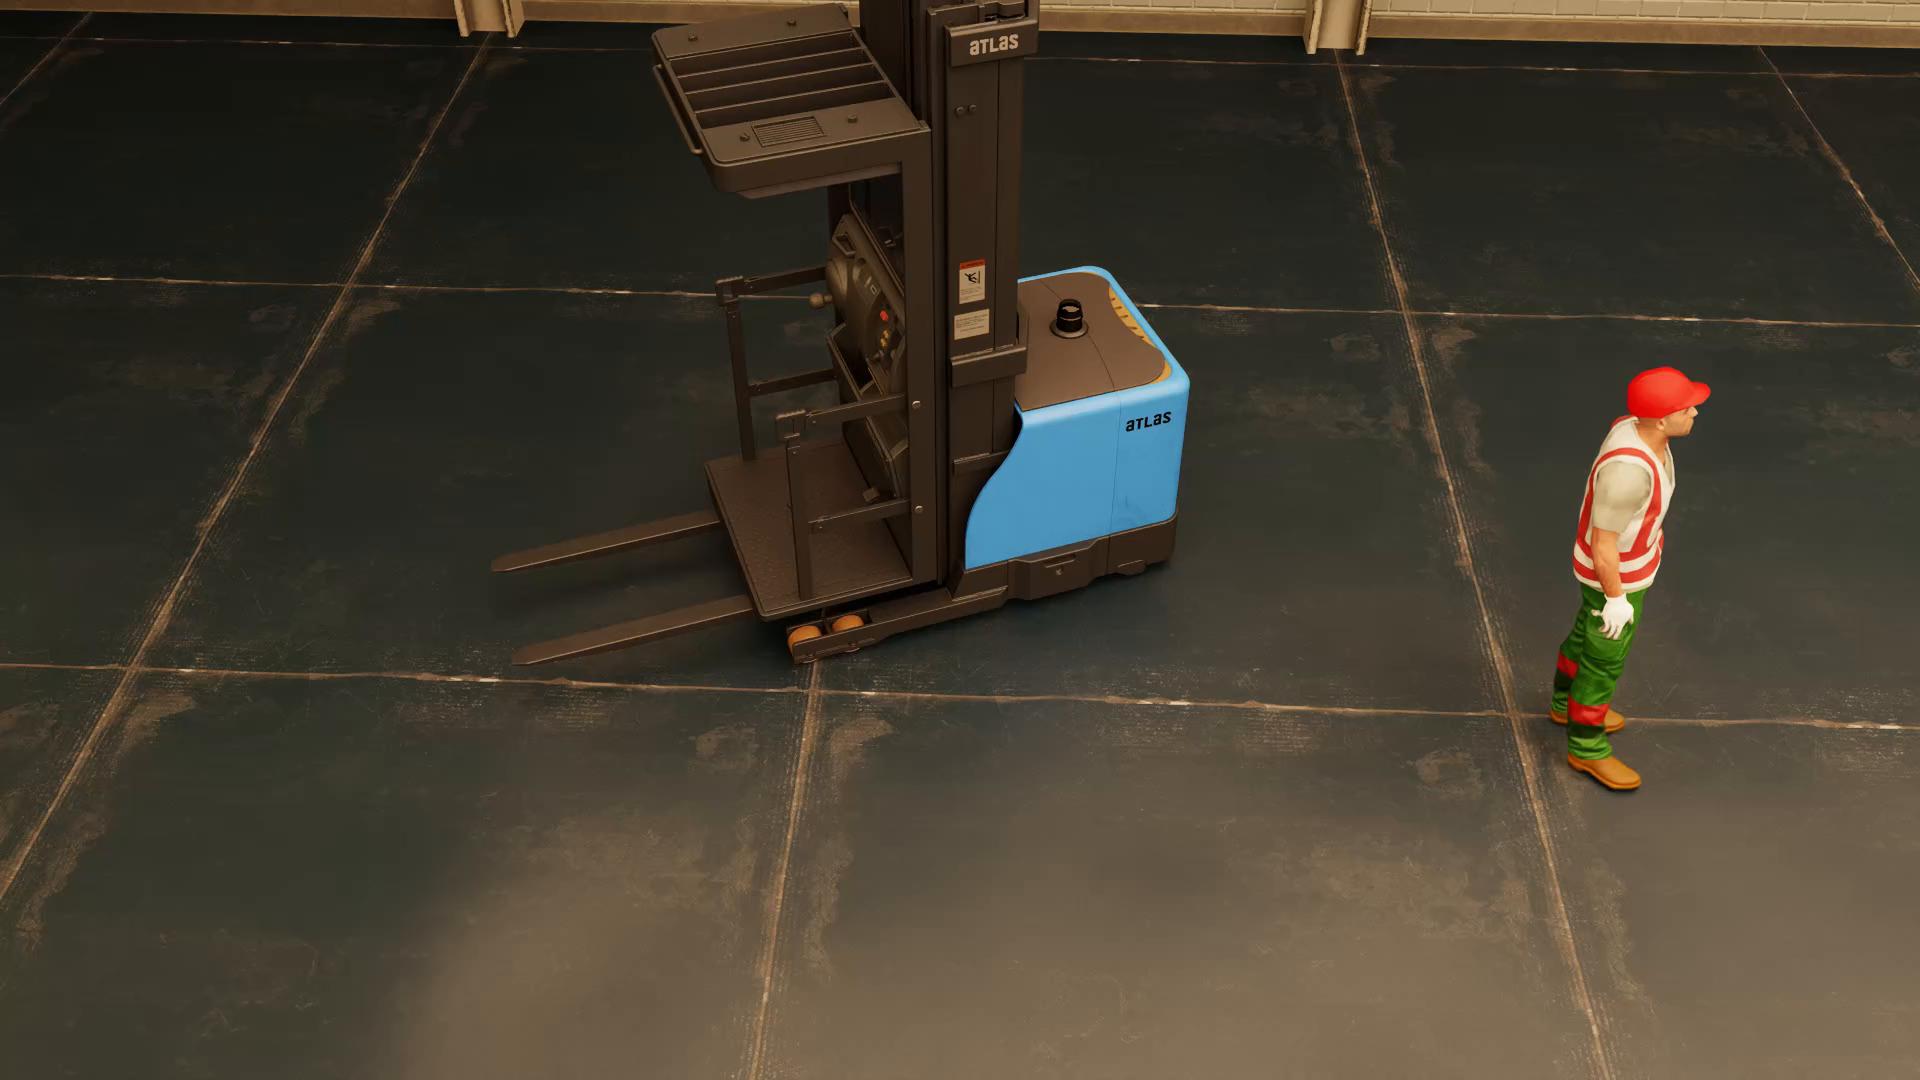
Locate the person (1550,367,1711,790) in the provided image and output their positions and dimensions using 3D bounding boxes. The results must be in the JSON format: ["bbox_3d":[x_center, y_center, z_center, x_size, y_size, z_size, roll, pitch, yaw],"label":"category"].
[{"bbox_3d":[2.624,0.125,6.443,0.560,1.788,0.637,18,45,18],"label":"person"}]

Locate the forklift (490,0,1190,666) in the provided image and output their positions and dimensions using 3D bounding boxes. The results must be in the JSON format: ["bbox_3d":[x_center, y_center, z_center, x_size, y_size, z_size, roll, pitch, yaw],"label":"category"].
[{"bbox_3d":[-0.573,-0.945,6.778,3.031,2.935,1.130,-13,44,-14],"label":"forklift"}]
